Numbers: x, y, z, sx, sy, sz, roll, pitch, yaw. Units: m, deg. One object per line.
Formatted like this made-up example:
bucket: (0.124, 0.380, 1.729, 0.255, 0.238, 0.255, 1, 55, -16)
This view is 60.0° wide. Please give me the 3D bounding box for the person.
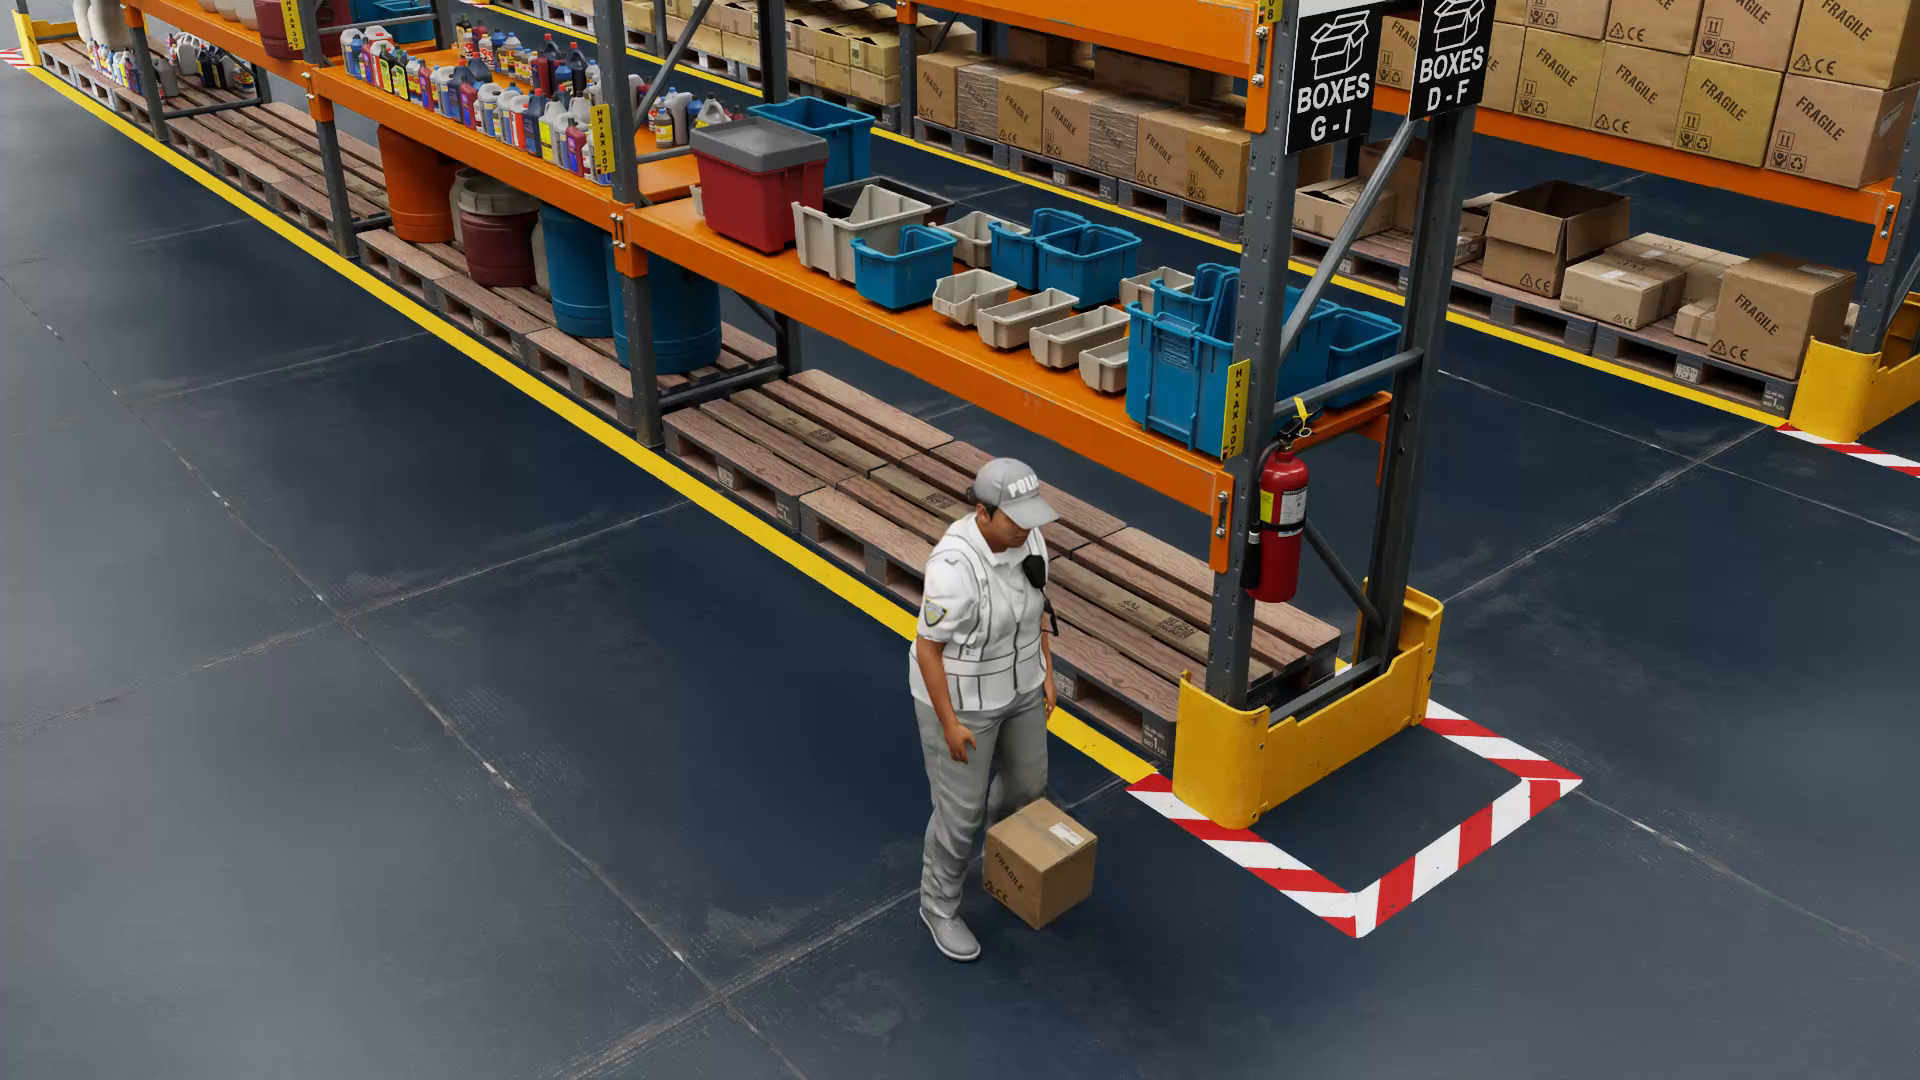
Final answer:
person: (0.084, 0.504, 5.182, 0.539, 1.666, 0.467, -22, 35, -35)
